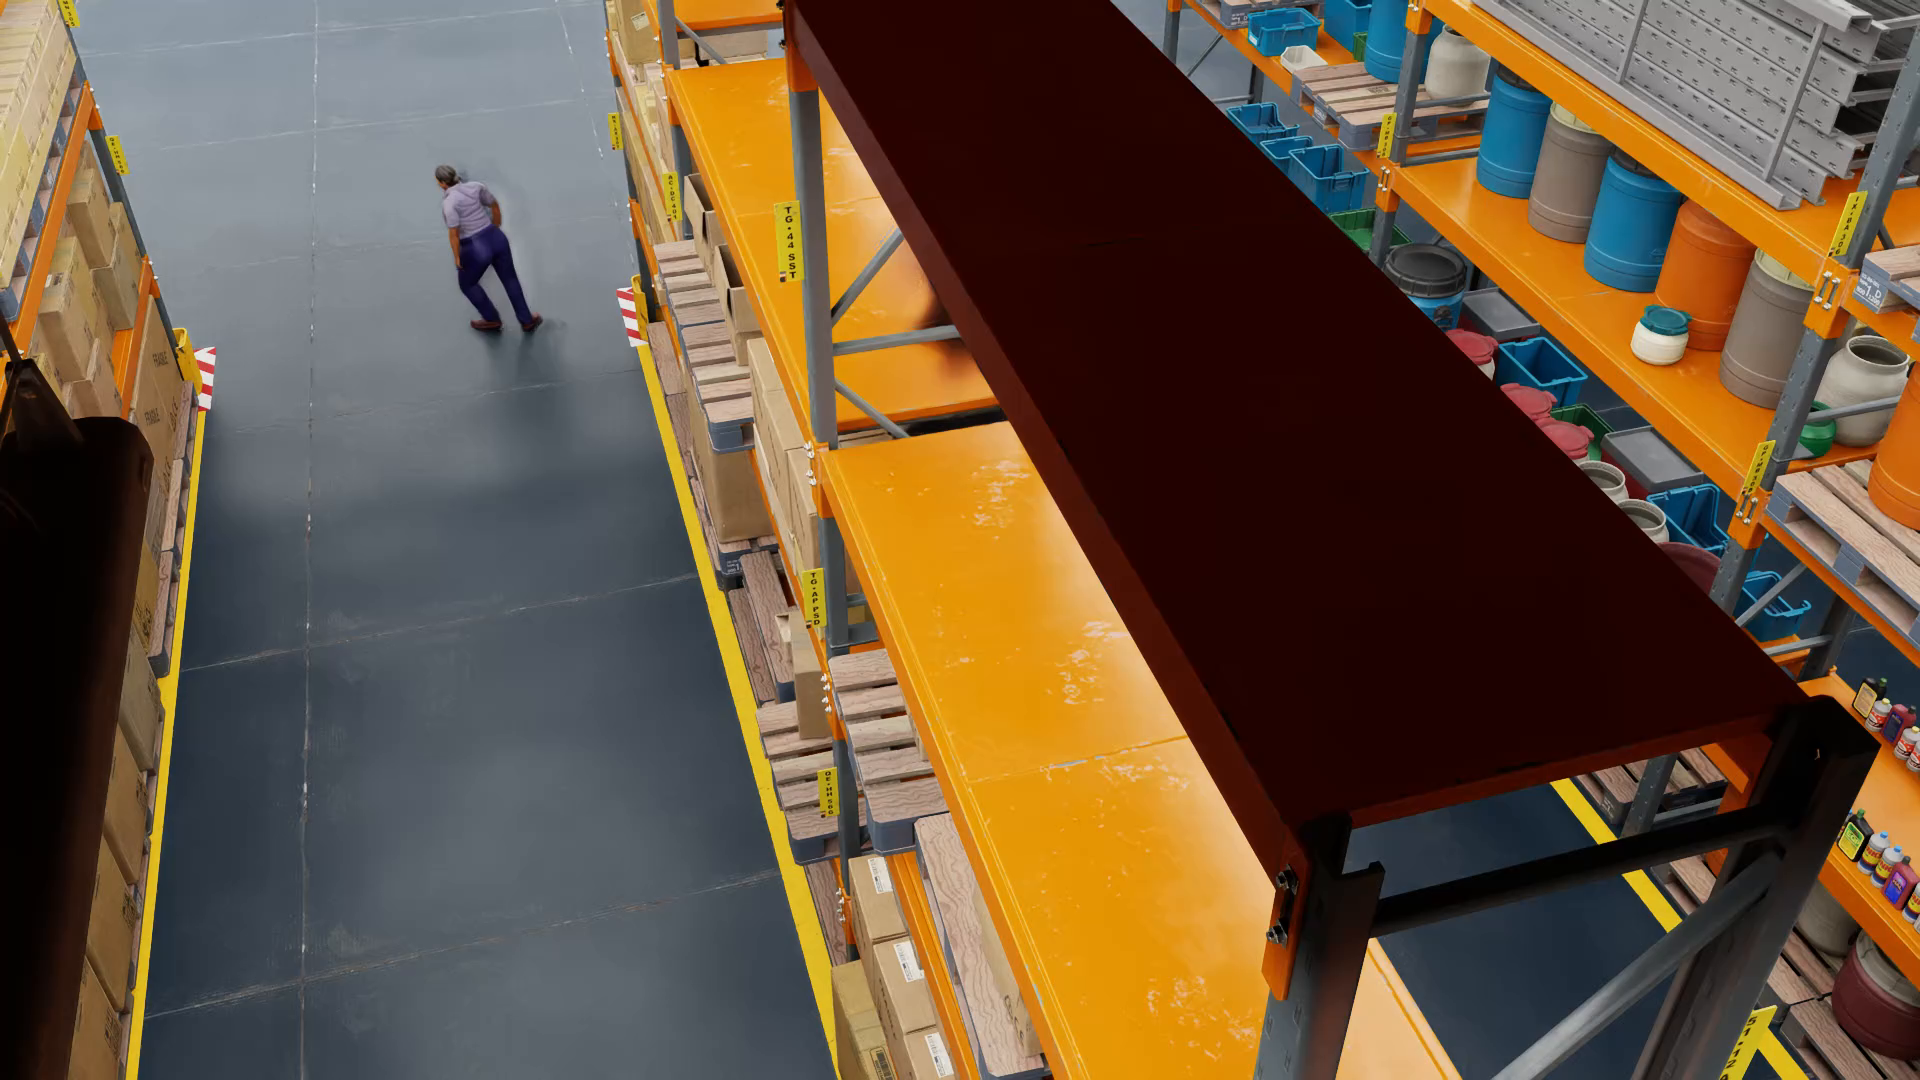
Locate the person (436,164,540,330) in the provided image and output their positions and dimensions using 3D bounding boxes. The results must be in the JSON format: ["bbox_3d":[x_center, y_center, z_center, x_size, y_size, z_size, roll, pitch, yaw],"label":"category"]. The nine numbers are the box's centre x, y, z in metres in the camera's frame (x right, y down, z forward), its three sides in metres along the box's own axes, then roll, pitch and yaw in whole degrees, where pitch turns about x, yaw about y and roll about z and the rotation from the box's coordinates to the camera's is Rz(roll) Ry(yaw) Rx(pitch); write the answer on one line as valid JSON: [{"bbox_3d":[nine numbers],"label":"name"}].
[{"bbox_3d":[-4.250,-2.599,14.864,0.648,1.572,0.632,25,45,28],"label":"person"}]
